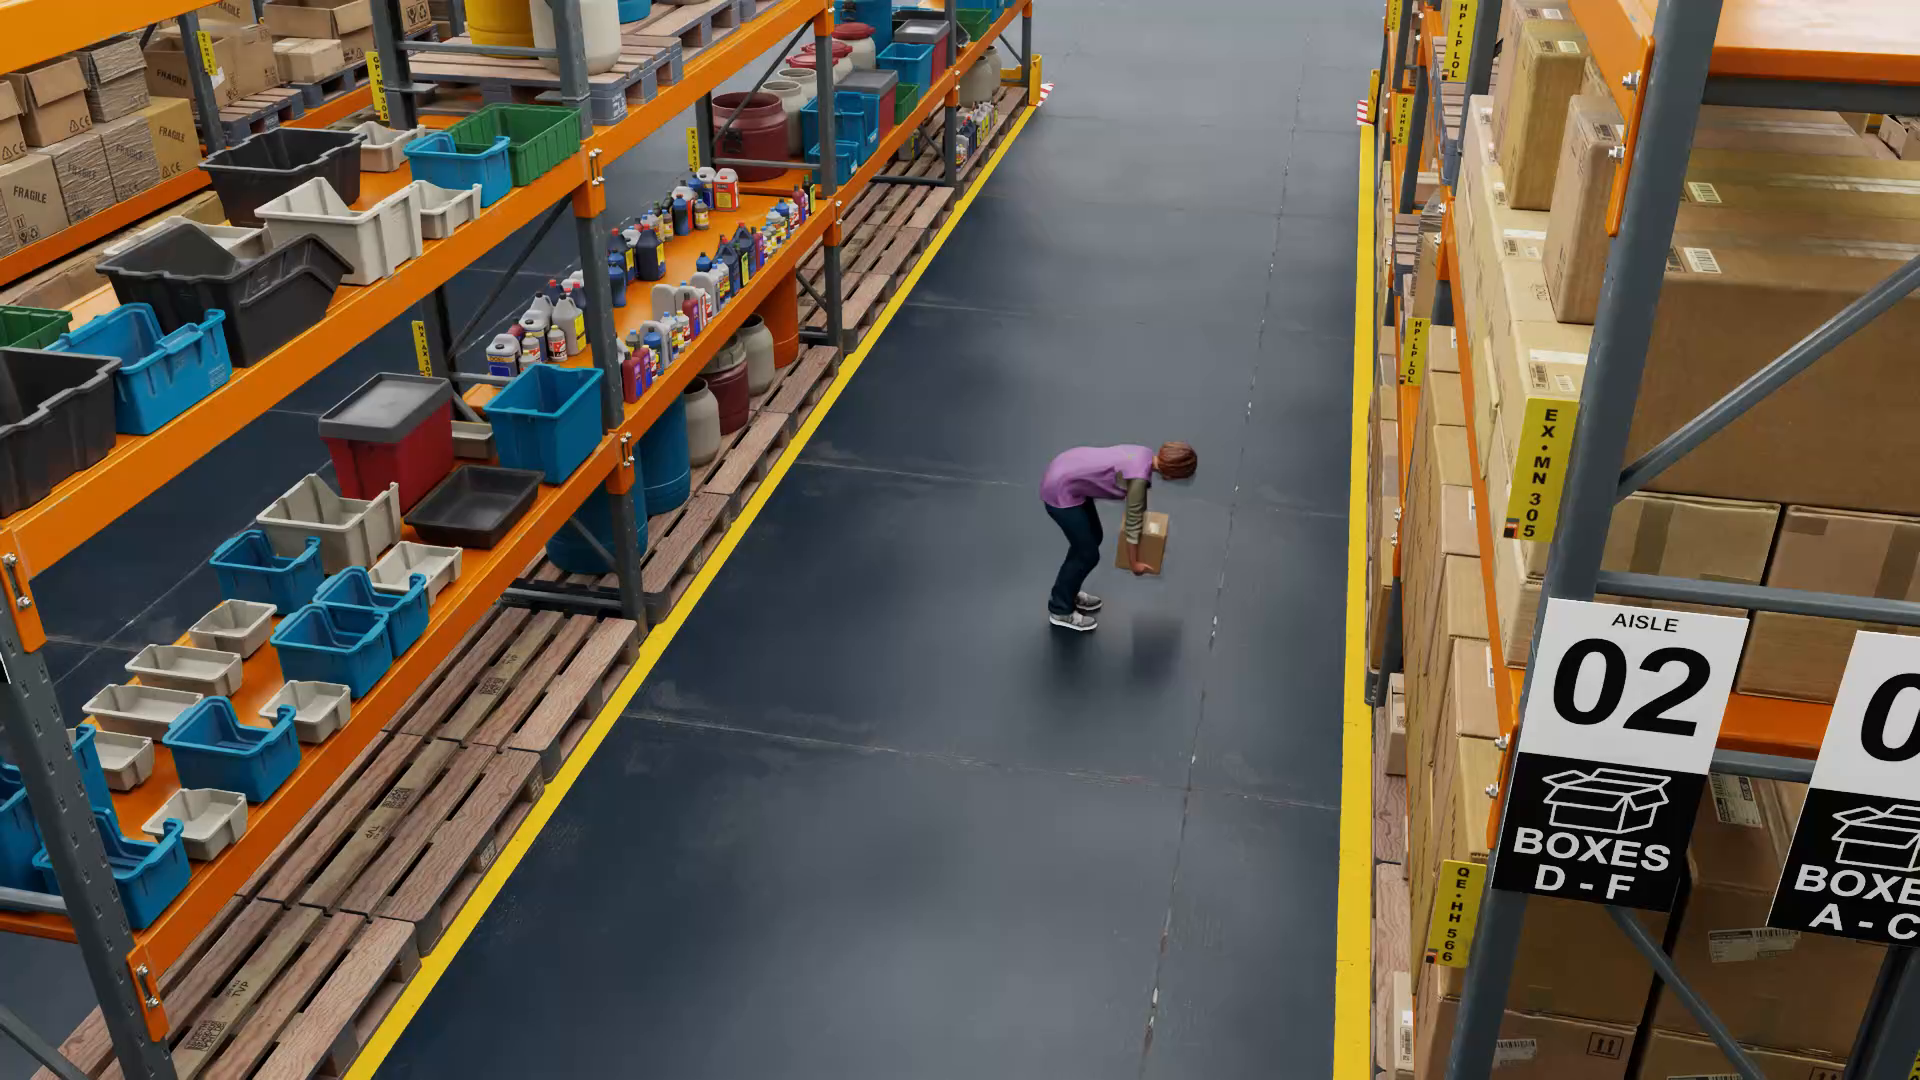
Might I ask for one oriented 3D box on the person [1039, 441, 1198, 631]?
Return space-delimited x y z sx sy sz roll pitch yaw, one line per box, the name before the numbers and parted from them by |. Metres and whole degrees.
person | 0.852 -0.043 9.169 0.848 1.136 0.385 5 30 9
